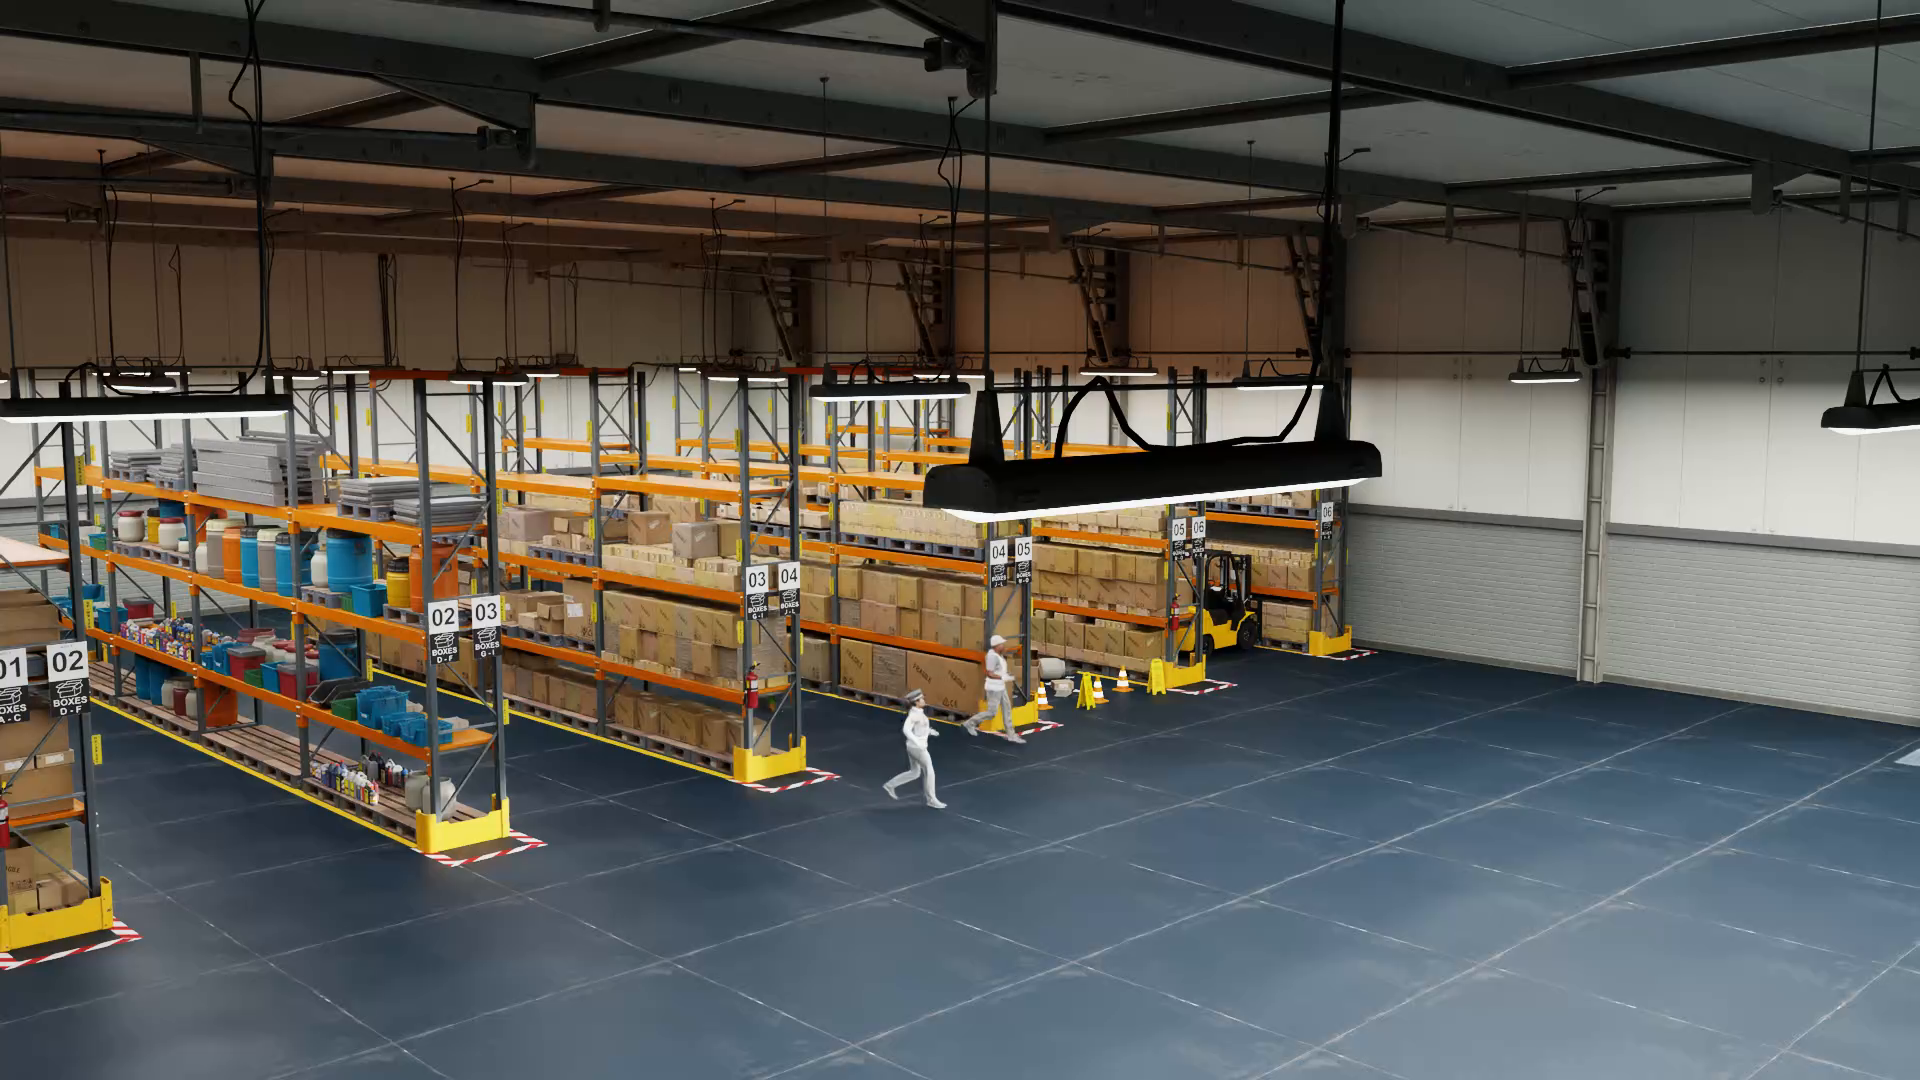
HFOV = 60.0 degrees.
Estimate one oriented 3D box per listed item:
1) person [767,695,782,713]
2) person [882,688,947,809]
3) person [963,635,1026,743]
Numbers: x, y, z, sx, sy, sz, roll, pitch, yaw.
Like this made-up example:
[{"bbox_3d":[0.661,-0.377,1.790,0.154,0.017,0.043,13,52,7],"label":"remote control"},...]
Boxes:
[{"bbox_3d":[-3.518,2.151,29.290,0.792,1.851,0.616,3,7,27],"label":"person"},{"bbox_3d":[-0.617,2.900,23.074,0.870,1.702,0.618,-1,7,-9],"label":"person"},{"bbox_3d":[0.589,2.408,26.898,0.982,1.763,0.697,1,7,11],"label":"person"}]
